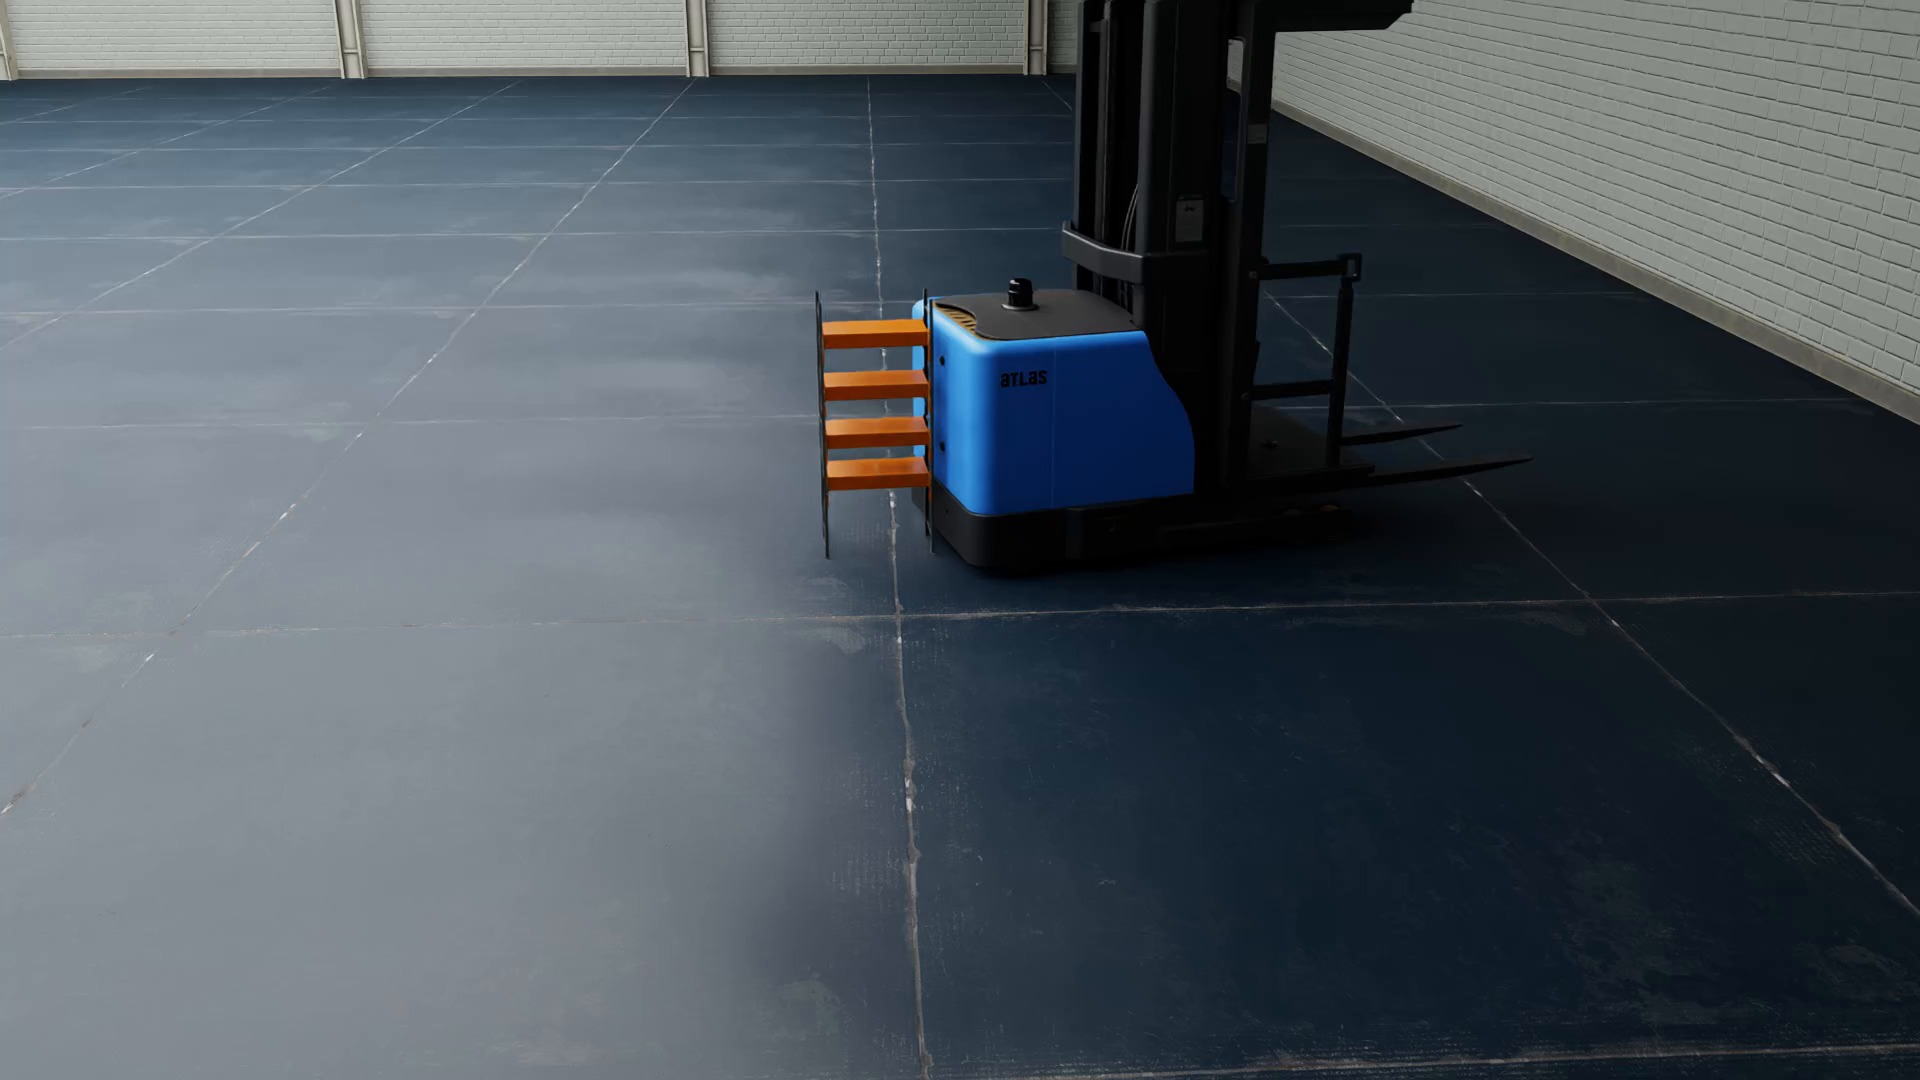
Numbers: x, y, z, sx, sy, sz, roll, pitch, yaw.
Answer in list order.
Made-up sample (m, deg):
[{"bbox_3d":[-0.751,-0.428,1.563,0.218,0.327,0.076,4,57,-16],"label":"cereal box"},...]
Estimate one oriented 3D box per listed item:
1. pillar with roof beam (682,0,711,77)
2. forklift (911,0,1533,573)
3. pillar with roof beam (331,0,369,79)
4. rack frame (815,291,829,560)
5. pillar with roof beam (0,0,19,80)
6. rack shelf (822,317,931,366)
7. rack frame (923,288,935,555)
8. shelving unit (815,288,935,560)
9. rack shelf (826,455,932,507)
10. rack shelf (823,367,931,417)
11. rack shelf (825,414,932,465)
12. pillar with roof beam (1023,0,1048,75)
[{"bbox_3d":[-4.401,-10.932,23.956,0.400,9.000,9.100,-1,21,-3],"label":"pillar with roof beam"},{"bbox_3d":[1.335,-1.517,7.754,3.031,2.935,1.130,-7,22,-17],"label":"forklift"},{"bbox_3d":[-10.391,-10.810,23.636,0.400,9.000,9.100,-1,21,-3],"label":"pillar with roof beam"},{"bbox_3d":[-0.625,-0.513,7.549,0.015,1.200,0.240,-3,21,-7],"label":"rack frame"},{"bbox_3d":[-16.381,-10.689,23.316,0.400,9.000,9.100,-1,21,-3],"label":"pillar with roof beam"},{"bbox_3d":[-0.383,-0.892,7.440,0.480,0.148,0.258,-3,21,-7],"label":"rack shelf"},{"bbox_3d":[-0.142,-0.536,7.611,0.015,1.200,0.240,-3,21,-7],"label":"rack frame"},{"bbox_3d":[-0.383,-0.524,7.580,0.503,1.200,0.258,-3,21,-7],"label":"shelving unit"},{"bbox_3d":[-0.383,-0.276,7.675,0.480,0.148,0.258,-3,21,-7],"label":"rack shelf"},{"bbox_3d":[-0.383,-0.670,7.524,0.480,0.148,0.258,-3,21,-7],"label":"rack shelf"},{"bbox_3d":[-0.383,-0.461,7.604,0.480,0.148,0.258,-3,21,-7],"label":"rack shelf"},{"bbox_3d":[1.589,-11.054,24.277,0.400,9.000,9.100,-1,21,-3],"label":"pillar with roof beam"}]
